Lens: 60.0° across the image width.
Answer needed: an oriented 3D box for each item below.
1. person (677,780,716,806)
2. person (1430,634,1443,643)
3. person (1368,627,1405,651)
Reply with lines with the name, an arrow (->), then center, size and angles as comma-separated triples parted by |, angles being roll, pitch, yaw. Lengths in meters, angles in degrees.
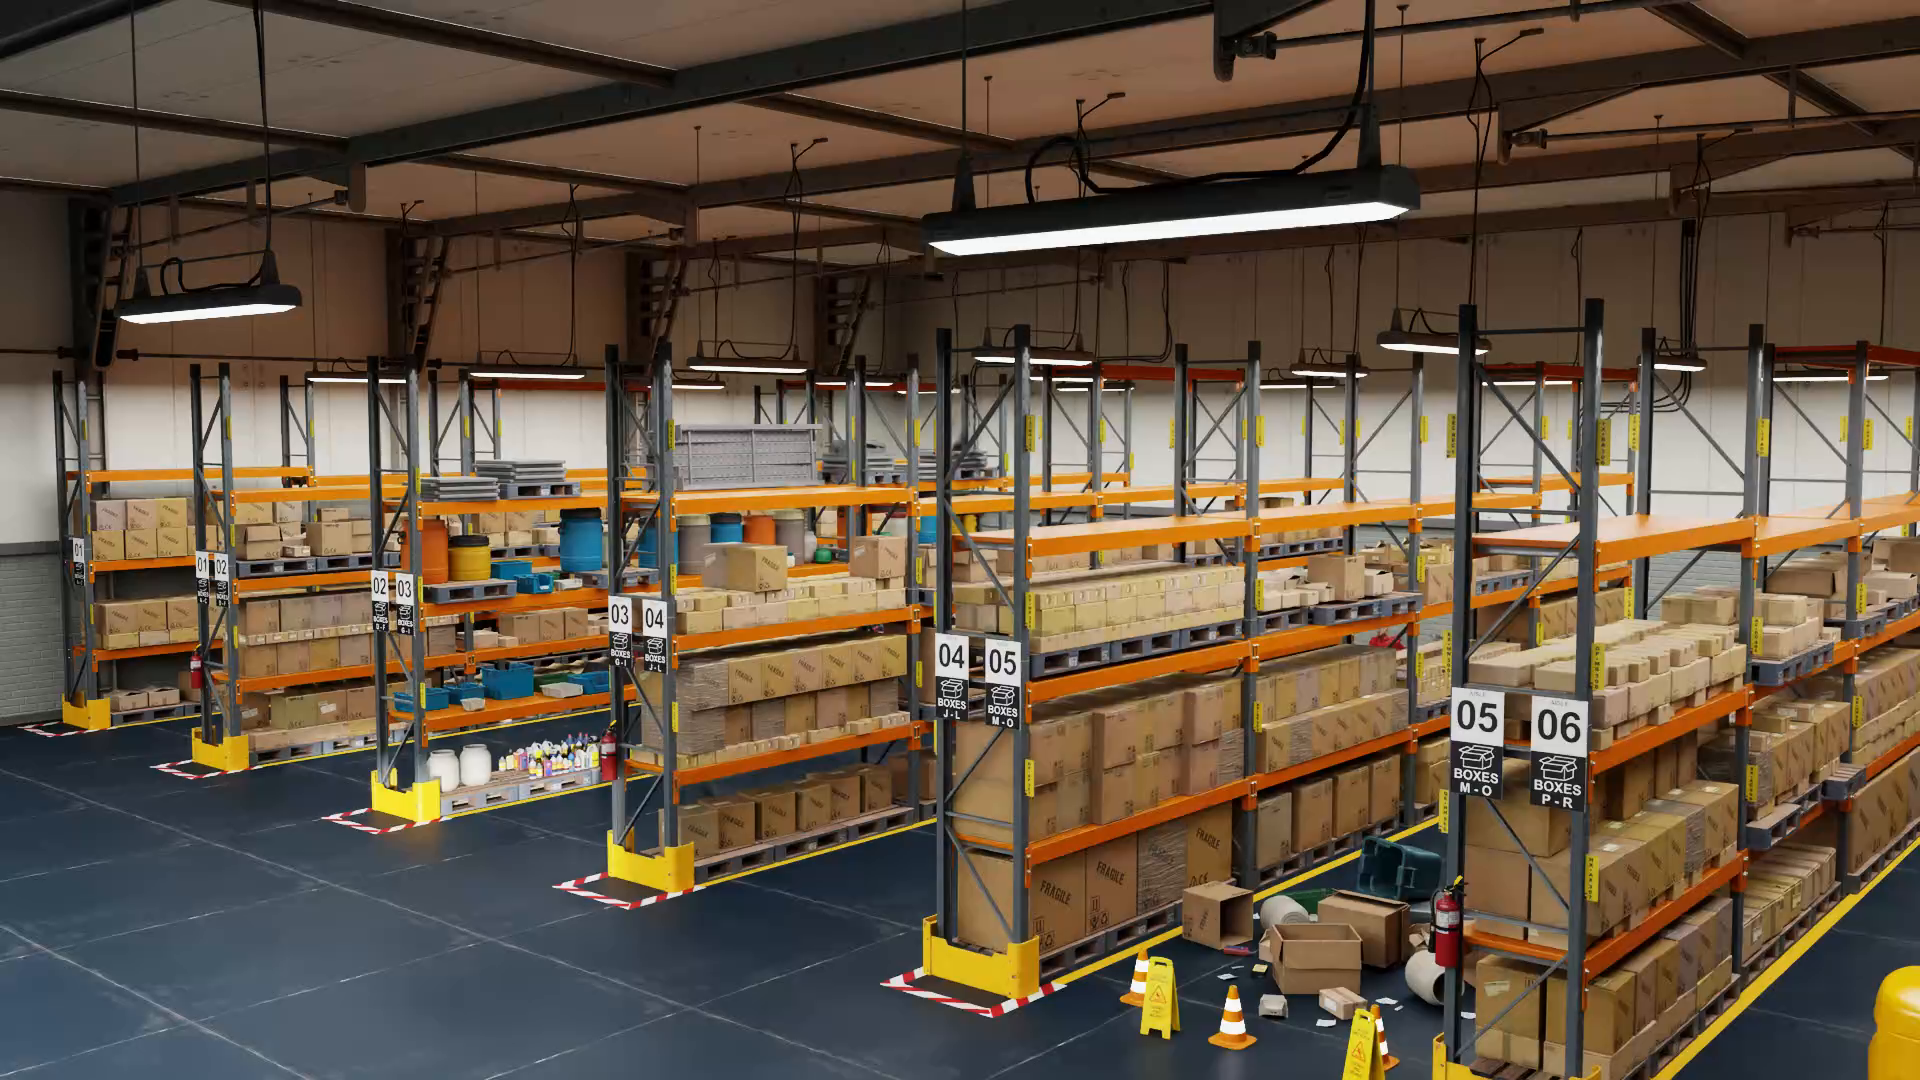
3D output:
person -> -3.487, 2.710, 21.444 | 0.707, 1.773, 0.896 | 2, 5, 30
person -> 7.771, 2.383, 26.975 | 0.593, 1.750, 0.724 | 4, 6, 43
person -> 7.353, 2.262, 28.726 | 0.702, 1.668, 0.692 | 3, 5, 32
